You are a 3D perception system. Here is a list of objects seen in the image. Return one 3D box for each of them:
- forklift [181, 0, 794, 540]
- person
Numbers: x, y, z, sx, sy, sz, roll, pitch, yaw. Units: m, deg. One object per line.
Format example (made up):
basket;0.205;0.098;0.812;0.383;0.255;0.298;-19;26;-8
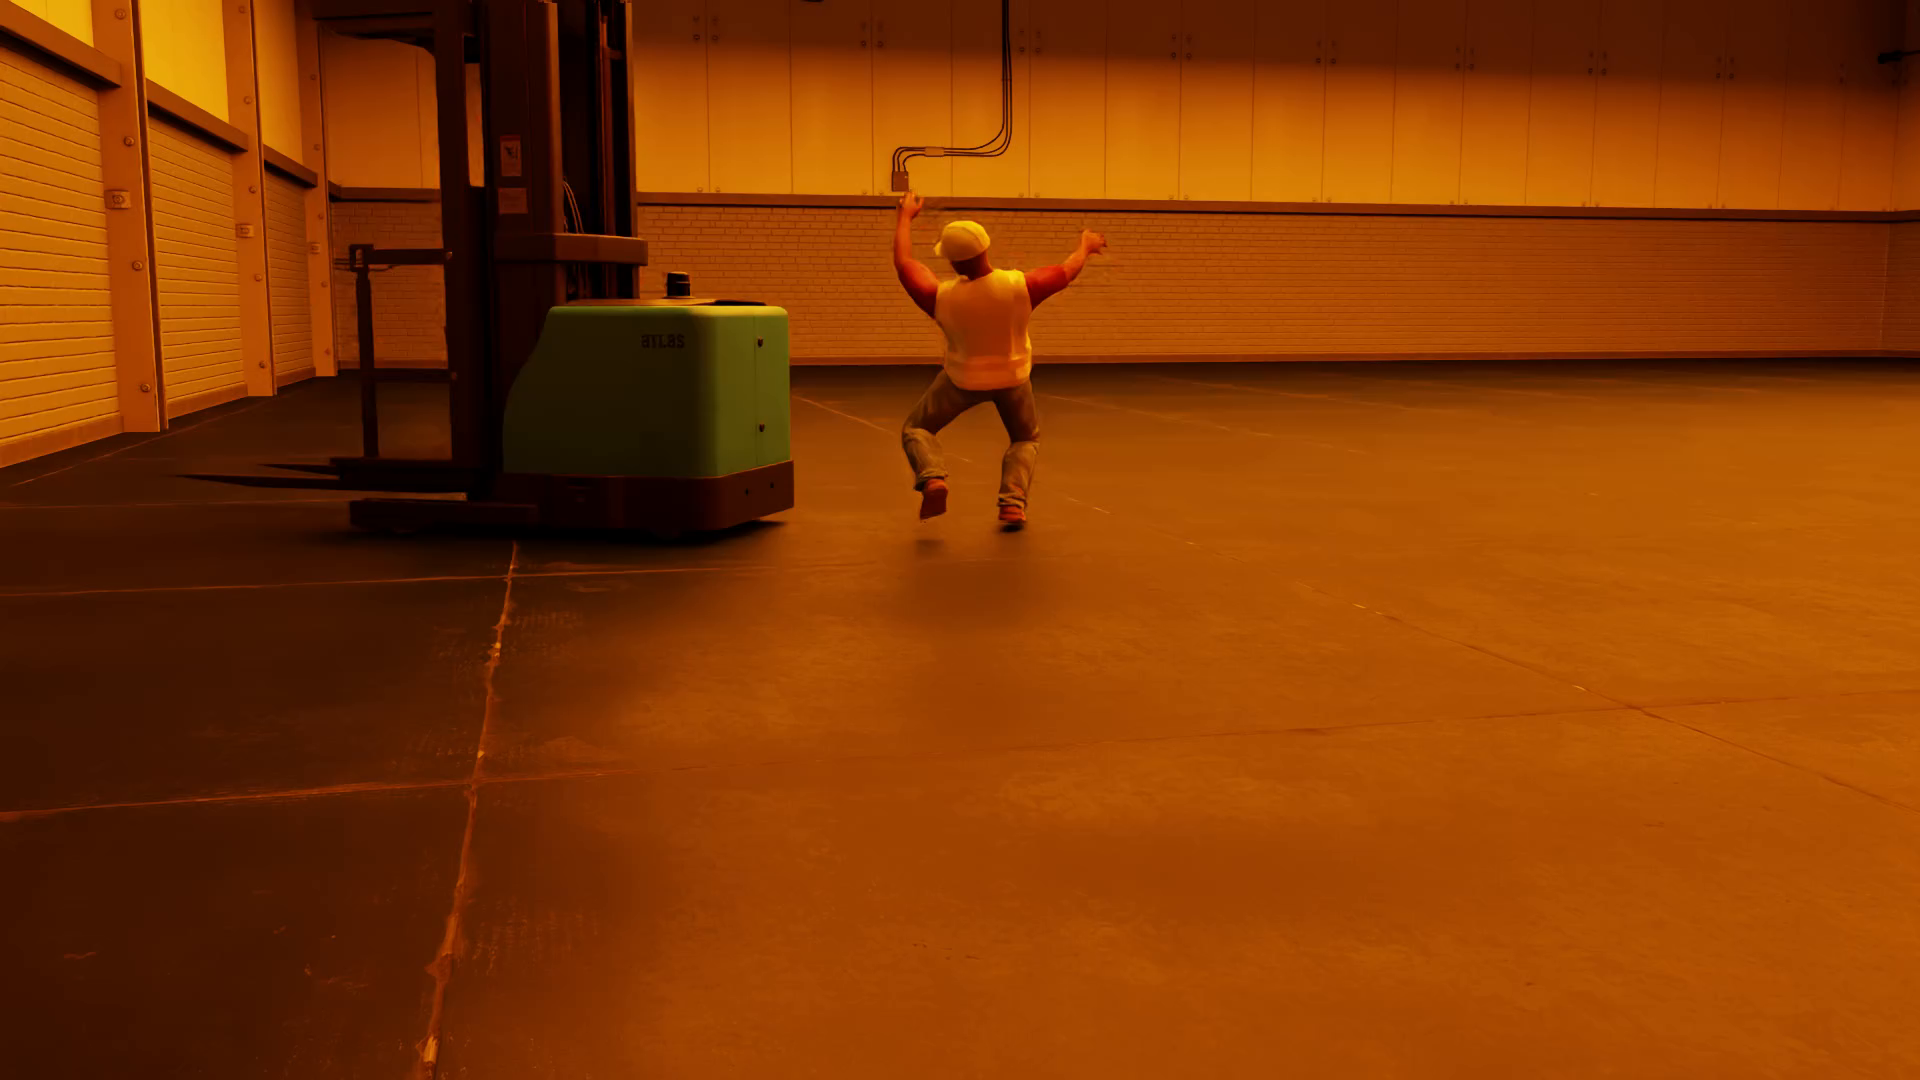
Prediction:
forklift;-2.410;-1.544;8.165;3.031;2.935;1.130;2;8;16
person;0.232;-0.879;8.007;1.090;1.622;0.702;-1;8;-9
